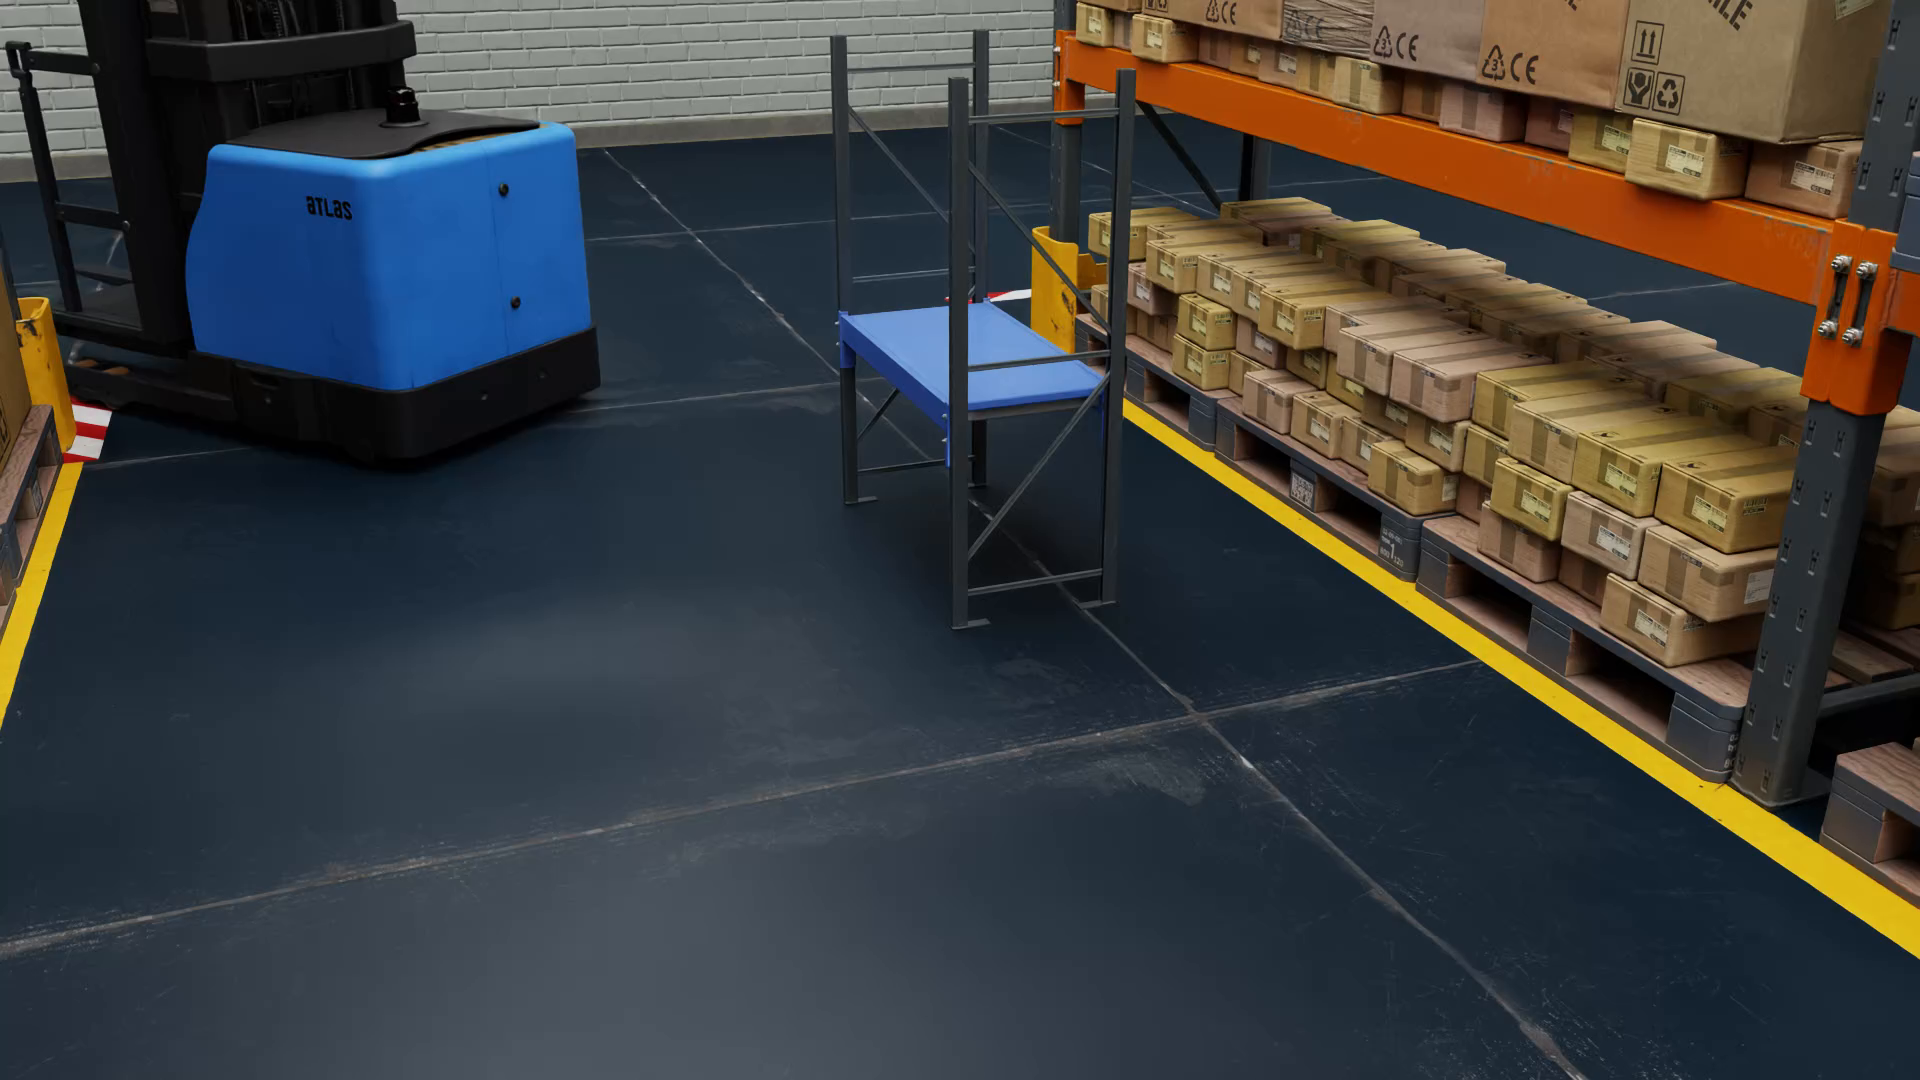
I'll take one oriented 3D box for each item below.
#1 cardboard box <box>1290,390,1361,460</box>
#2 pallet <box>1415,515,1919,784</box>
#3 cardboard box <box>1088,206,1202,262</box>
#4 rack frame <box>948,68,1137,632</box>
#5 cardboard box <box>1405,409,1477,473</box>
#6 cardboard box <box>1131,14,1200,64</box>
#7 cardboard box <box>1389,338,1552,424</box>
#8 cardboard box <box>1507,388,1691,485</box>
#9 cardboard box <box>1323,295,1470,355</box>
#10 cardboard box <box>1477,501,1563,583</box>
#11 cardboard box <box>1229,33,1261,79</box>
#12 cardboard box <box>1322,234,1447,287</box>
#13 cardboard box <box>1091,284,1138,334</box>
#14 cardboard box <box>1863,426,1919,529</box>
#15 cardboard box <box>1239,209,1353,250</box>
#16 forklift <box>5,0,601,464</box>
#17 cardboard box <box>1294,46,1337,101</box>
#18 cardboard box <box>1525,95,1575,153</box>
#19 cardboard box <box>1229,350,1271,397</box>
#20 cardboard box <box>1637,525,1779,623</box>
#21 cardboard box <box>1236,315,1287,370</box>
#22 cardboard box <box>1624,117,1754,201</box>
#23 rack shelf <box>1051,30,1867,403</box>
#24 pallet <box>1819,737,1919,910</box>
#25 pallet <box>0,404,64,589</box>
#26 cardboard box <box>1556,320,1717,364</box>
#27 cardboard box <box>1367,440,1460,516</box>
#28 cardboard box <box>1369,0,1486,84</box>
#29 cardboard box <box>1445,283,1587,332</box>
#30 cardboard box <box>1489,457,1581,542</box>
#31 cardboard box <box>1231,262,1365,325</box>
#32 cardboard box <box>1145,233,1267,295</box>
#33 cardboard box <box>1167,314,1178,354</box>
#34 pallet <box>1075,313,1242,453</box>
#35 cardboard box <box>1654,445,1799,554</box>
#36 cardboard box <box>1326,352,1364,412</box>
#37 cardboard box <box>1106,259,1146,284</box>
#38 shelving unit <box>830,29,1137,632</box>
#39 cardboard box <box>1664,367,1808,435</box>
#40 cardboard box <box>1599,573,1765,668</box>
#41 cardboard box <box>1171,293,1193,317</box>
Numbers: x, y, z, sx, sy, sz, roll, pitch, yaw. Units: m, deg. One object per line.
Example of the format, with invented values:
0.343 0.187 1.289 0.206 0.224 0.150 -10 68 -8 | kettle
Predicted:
1.315 -0.393 5.450 0.380 0.149 0.250 -8 24 -19 | cardboard box
2.013 0.192 4.524 1.003 0.211 1.213 -8 24 -19 | pallet
0.738 -1.225 6.657 0.380 0.149 0.250 -10 25 -21 | cardboard box
0.210 -0.475 4.447 0.500 1.500 0.032 -8 24 -19 | rack frame
1.552 -0.328 4.913 0.380 0.149 0.250 -8 24 -18 | cardboard box
0.852 -1.837 6.070 0.380 0.149 0.250 -9 24 -20 | cardboard box
1.492 -0.469 4.865 0.380 0.149 0.250 -10 25 -22 | cardboard box
1.693 -0.279 4.413 0.380 0.149 0.250 -9 24 -19 | cardboard box
1.400 -0.671 5.344 0.380 0.149 0.250 -8 24 -19 | cardboard box
1.659 -0.023 4.572 0.380 0.149 0.250 -9 25 -21 | cardboard box
1.145 -1.660 5.650 0.380 0.149 0.250 -9 24 -20 | cardboard box
1.572 -1.025 6.185 0.380 0.149 0.250 -9 25 -21 | cardboard box
0.756 -0.953 6.779 0.380 0.149 0.250 -8 24 -18 | cardboard box
2.356 -0.162 4.136 0.380 0.149 0.250 -7 24 -17 | cardboard box
1.330 -1.205 6.610 0.380 0.149 0.250 -8 24 -18 | cardboard box
-2.941 -2.017 6.262 3.031 2.935 1.130 12 26 27 | forklift
1.277 -1.469 5.198 0.380 0.149 0.250 -7 24 -17 | cardboard box
1.706 -1.097 4.314 0.380 0.149 0.250 -9 24 -20 | cardboard box
1.187 -0.592 5.923 0.380 0.149 0.250 -8 24 -19 | cardboard box
1.875 0.058 3.997 0.380 0.149 0.250 -8 24 -18 | cardboard box
1.201 -0.723 5.851 0.380 0.149 0.250 -10 25 -22 | cardboard box
1.771 -0.889 3.820 0.380 0.149 0.250 -9 24 -20 | cardboard box
1.577 -1.249 5.278 1.077 0.370 4.000 -8 24 -19 | rack shelf
2.560 0.713 3.286 1.003 0.211 1.213 -8 24 -19 | pallet
-3.449 -0.099 5.213 1.003 0.211 1.213 -8 24 -19 | pallet
2.052 -0.550 5.058 0.380 0.149 0.250 -8 24 -18 | cardboard box
1.461 -0.206 5.006 0.380 0.149 0.250 -8 24 -19 | cardboard box
1.492 -1.544 4.540 0.500 0.500 0.500 -8 24 -19 | cardboard box
1.828 -0.733 5.491 0.380 0.149 0.250 -8 24 -19 | cardboard box
1.657 -0.133 4.452 0.380 0.149 0.250 -9 25 -21 | cardboard box
1.171 -0.851 5.771 0.380 0.149 0.250 -7 24 -17 | cardboard box
0.917 -1.032 6.200 0.380 0.149 0.250 -8 24 -19 | cardboard box
1.020 -0.780 6.368 0.380 0.149 0.250 -8 24 -18 | cardboard box
1.152 -0.695 6.627 1.003 0.211 1.213 -8 24 -19 | pallet
1.915 -0.102 3.993 0.380 0.149 0.250 -8 24 -17 | cardboard box
1.421 -0.531 5.395 0.380 0.149 0.250 -7 24 -16 | cardboard box
0.816 -1.099 6.742 0.380 0.149 0.250 -7 24 -17 | cardboard box
0.030 -0.660 4.885 0.538 1.500 1.048 -8 24 -19 | shelving unit
2.179 -0.355 4.594 0.380 0.149 0.250 -9 24 -20 | cardboard box
1.827 0.170 4.114 0.380 0.149 0.250 -8 24 -18 | cardboard box
1.029 -0.915 6.305 0.380 0.149 0.250 -8 24 -18 | cardboard box
